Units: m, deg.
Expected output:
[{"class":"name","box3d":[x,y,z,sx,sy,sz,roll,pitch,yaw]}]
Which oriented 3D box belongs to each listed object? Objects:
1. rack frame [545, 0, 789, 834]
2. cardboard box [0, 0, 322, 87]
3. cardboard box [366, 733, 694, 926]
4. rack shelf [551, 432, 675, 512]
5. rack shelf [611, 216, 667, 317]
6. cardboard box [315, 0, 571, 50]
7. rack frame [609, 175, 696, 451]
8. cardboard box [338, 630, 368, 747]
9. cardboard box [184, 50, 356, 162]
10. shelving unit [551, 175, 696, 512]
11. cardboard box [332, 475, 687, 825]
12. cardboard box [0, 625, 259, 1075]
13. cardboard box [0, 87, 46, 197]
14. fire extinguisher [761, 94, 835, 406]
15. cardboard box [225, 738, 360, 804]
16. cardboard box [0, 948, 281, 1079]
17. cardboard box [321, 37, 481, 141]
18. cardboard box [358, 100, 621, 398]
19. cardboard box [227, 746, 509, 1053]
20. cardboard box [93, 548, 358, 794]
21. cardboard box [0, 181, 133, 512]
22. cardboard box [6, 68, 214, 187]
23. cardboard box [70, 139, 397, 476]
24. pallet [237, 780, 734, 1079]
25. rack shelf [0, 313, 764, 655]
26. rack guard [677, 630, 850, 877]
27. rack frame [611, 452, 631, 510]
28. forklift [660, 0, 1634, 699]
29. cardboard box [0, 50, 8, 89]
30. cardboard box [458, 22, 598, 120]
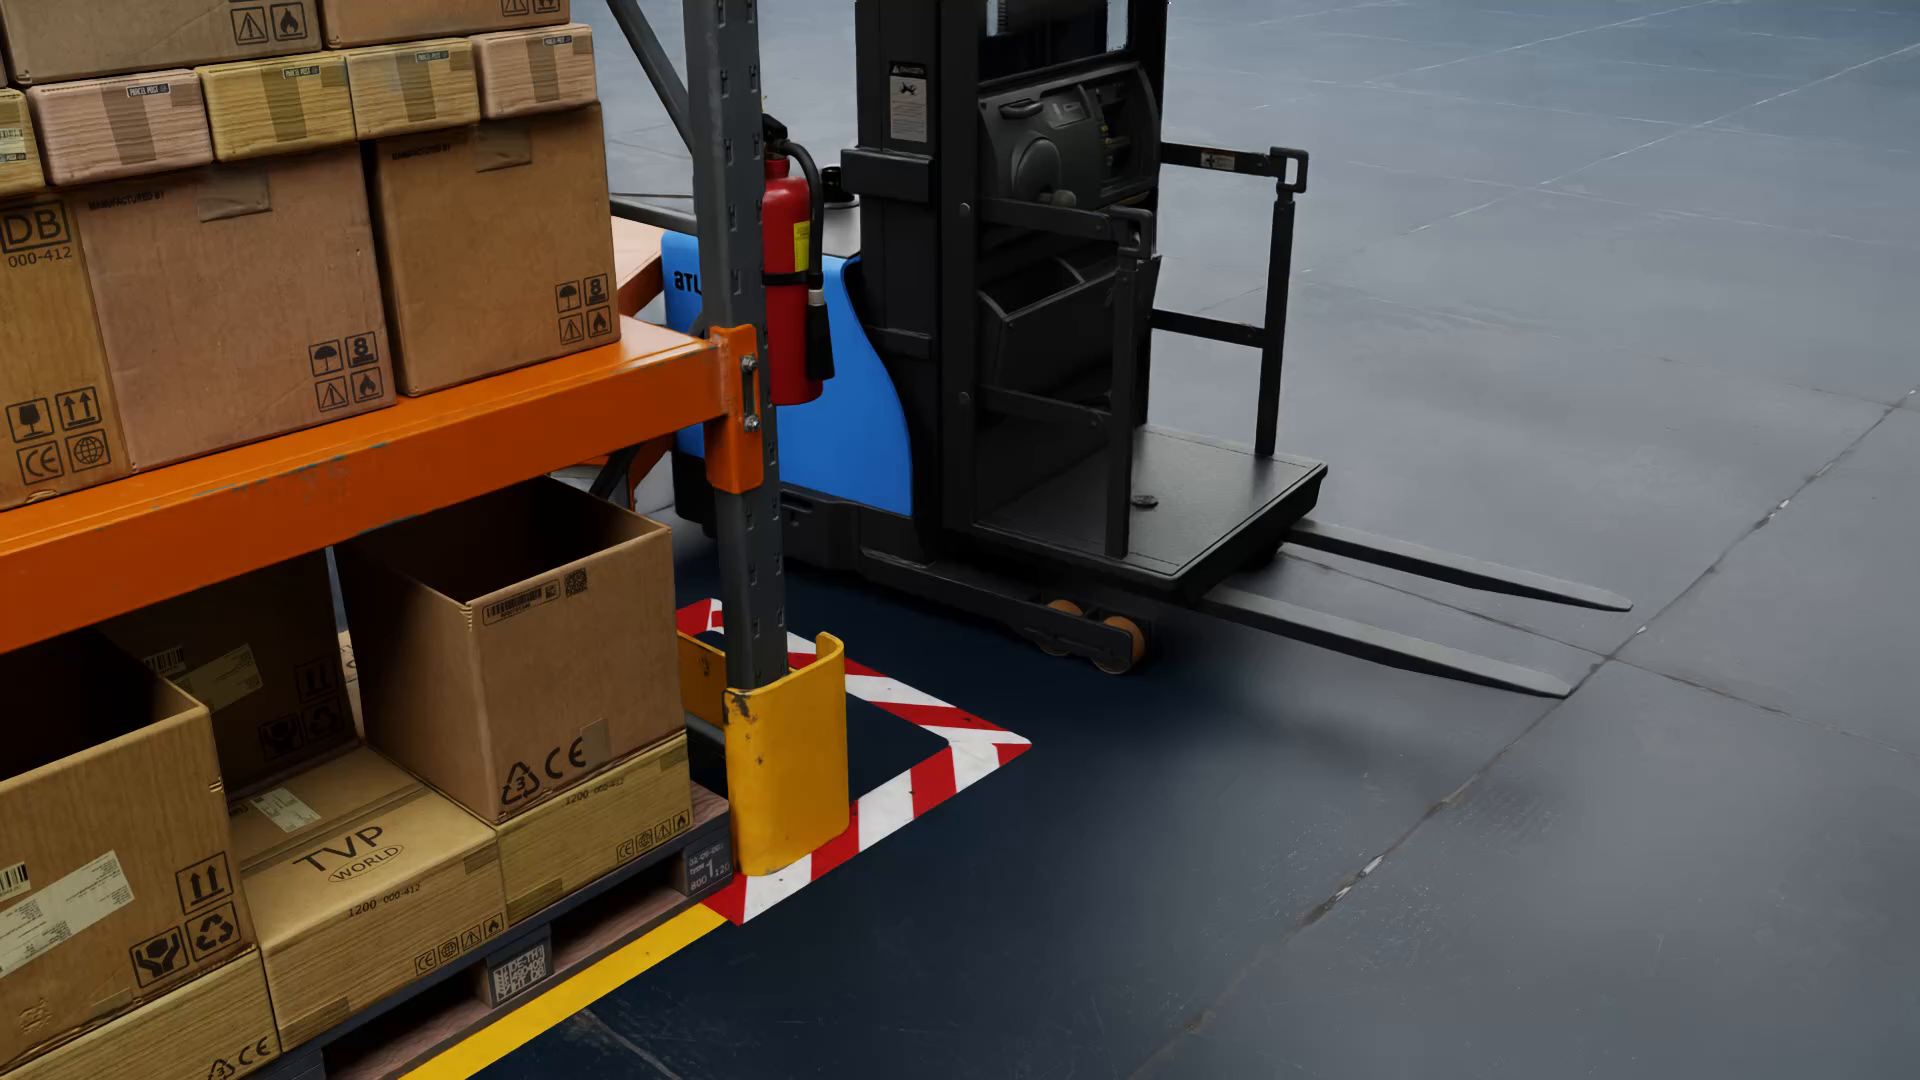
[{"class":"rack frame","box3d":[-0.816,-0.760,3.779,1.000,3.000,0.127,20,31,38]},{"class":"cardboard box","box3d":[-1.519,-1.081,2.787,0.700,0.500,0.500,19,30,36]},{"class":"cardboard box","box3d":[-0.954,0.547,3.711,0.500,0.250,0.500,20,31,38]},{"class":"rack shelf","box3d":[-1.225,-0.363,5.782,0.538,0.278,1.000,3,24,8]},{"class":"rack shelf","box3d":[-1.225,-0.853,5.563,0.538,0.278,1.000,3,24,8]},{"class":"cardboard box","box3d":[-1.172,-1.243,3.148,0.700,0.500,0.500,20,31,38]},{"class":"rack frame","box3d":[-1.151,-0.792,6.141,0.500,1.125,0.032,3,24,8]},{"class":"cardboard box","box3d":[-1.339,0.406,4.027,0.500,0.250,0.500,20,31,38]},{"class":"cardboard box","box3d":[-1.273,-0.775,2.898,0.380,0.149,0.250,20,31,37]},{"class":"shelving unit","box3d":[-1.225,-0.586,5.682,0.538,1.125,1.048,3,24,8]},{"class":"cardboard box","box3d":[-0.952,0.205,3.557,0.500,0.500,0.500,20,31,38]},{"class":"cardboard box","box3d":[-1.609,0.514,2.868,0.500,0.500,0.500,20,31,38]},{"class":"cardboard box","box3d":[-1.618,-0.619,2.549,0.380,0.149,0.250,21,32,39]},{"class":"fire extinguisher","box3d":[-0.391,-0.634,3.592,0.296,0.674,0.183,20,31,38]},{"class":"cardboard box","box3d":[-1.670,0.559,3.685,0.500,0.250,0.500,20,31,38]},{"class":"cardboard box","box3d":[-1.611,0.855,3.023,0.500,0.250,0.500,20,31,38]},{"class":"cardboard box","box3d":[-1.103,-0.853,3.071,0.380,0.149,0.250,21,32,39]},{"class":"cardboard box","box3d":[-1.137,-0.667,3.449,0.700,0.500,0.500,20,31,38]},{"class":"cardboard box","box3d":[-1.278,0.703,3.364,0.500,0.250,0.500,20,31,38]},{"class":"cardboard box","box3d":[-1.672,0.216,3.532,0.500,0.500,0.500,20,31,38]},{"class":"cardboard box","box3d":[-1.819,-0.356,2.755,0.700,0.500,0.500,20,31,38]},{"class":"cardboard box","box3d":[-1.443,-0.699,2.728,0.380,0.149,0.250,21,31,38]},{"class":"cardboard box","box3d":[-1.484,-0.506,3.089,0.700,0.500,0.500,21,32,39]},{"class":"pallet","box3d":[-1.295,0.757,3.804,1.003,0.211,1.213,20,31,38]},{"class":"rack shelf","box3d":[-2.151,0.177,2.567,1.077,0.370,4.000,20,31,38]},{"class":"rack guard","box3d":[-0.800,0.373,4.307,1.175,0.500,0.348,20,31,38]},{"class":"rack frame","box3d":[-1.300,-0.380,5.224,0.500,1.125,0.032,3,24,8]},{"class":"forklift","box3d":[0.511,-1.191,4.824,3.031,2.935,1.130,16,29,31]},{"class":"cardboard box","box3d":[-1.855,-0.927,2.444,0.700,0.500,0.500,20,31,38]},{"class":"cardboard box","box3d":[-0.929,-0.933,3.250,0.380,0.149,0.250,20,31,37]}]
